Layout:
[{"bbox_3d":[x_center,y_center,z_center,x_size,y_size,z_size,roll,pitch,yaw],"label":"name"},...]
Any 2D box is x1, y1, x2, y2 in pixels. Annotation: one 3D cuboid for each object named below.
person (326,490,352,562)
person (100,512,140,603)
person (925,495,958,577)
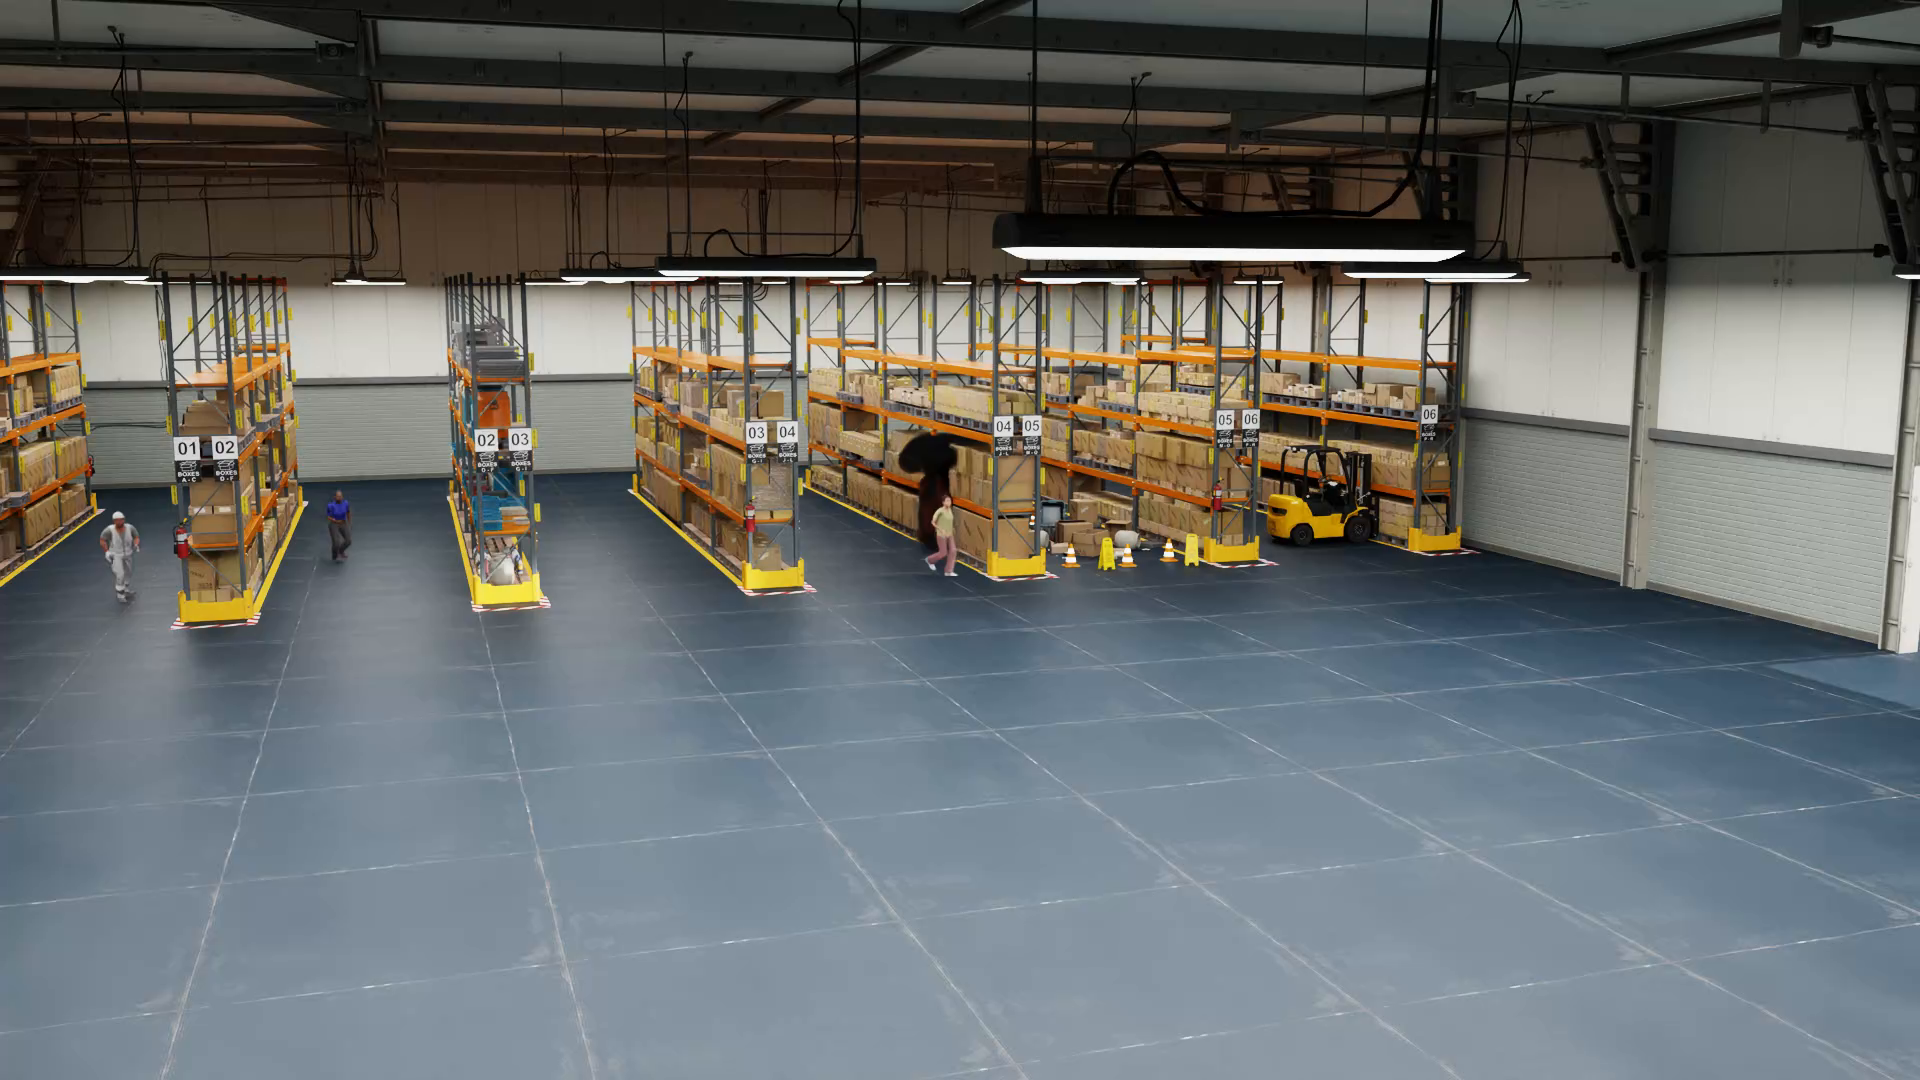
[{"bbox_3d":[-13.033,-0.282,34.928,0.565,1.529,0.731,-8,11,-41],"label":"person"},{"bbox_3d":[-15.411,0.290,30.598,0.916,1.701,0.689,7,11,38],"label":"person"},{"bbox_3d":[-0.354,-0.097,33.196,0.804,1.630,0.602,8,12,41],"label":"person"}]
